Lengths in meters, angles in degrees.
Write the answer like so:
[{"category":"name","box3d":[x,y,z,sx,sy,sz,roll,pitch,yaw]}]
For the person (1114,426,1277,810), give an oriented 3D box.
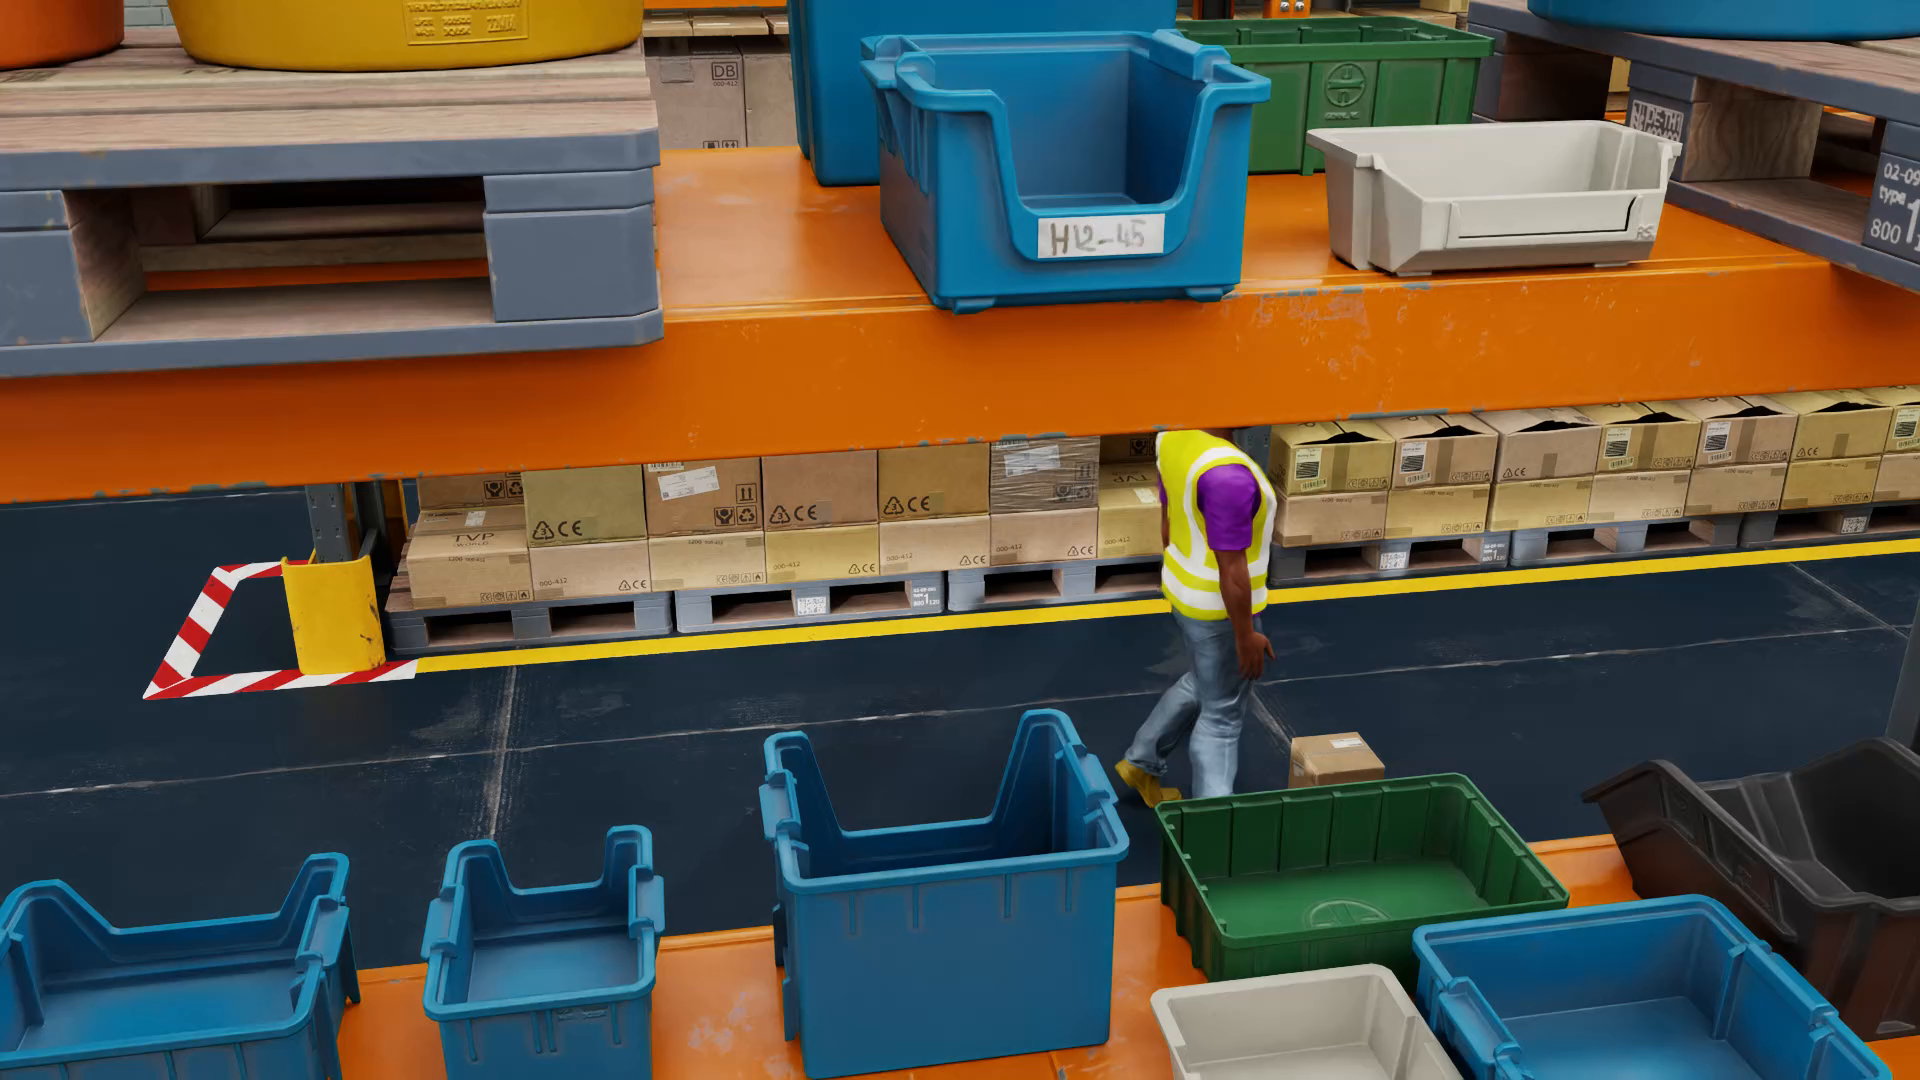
[{"category":"person","box3d":[0.863,0.217,5.580,0.542,1.791,0.600,-4,24,-10]}]
